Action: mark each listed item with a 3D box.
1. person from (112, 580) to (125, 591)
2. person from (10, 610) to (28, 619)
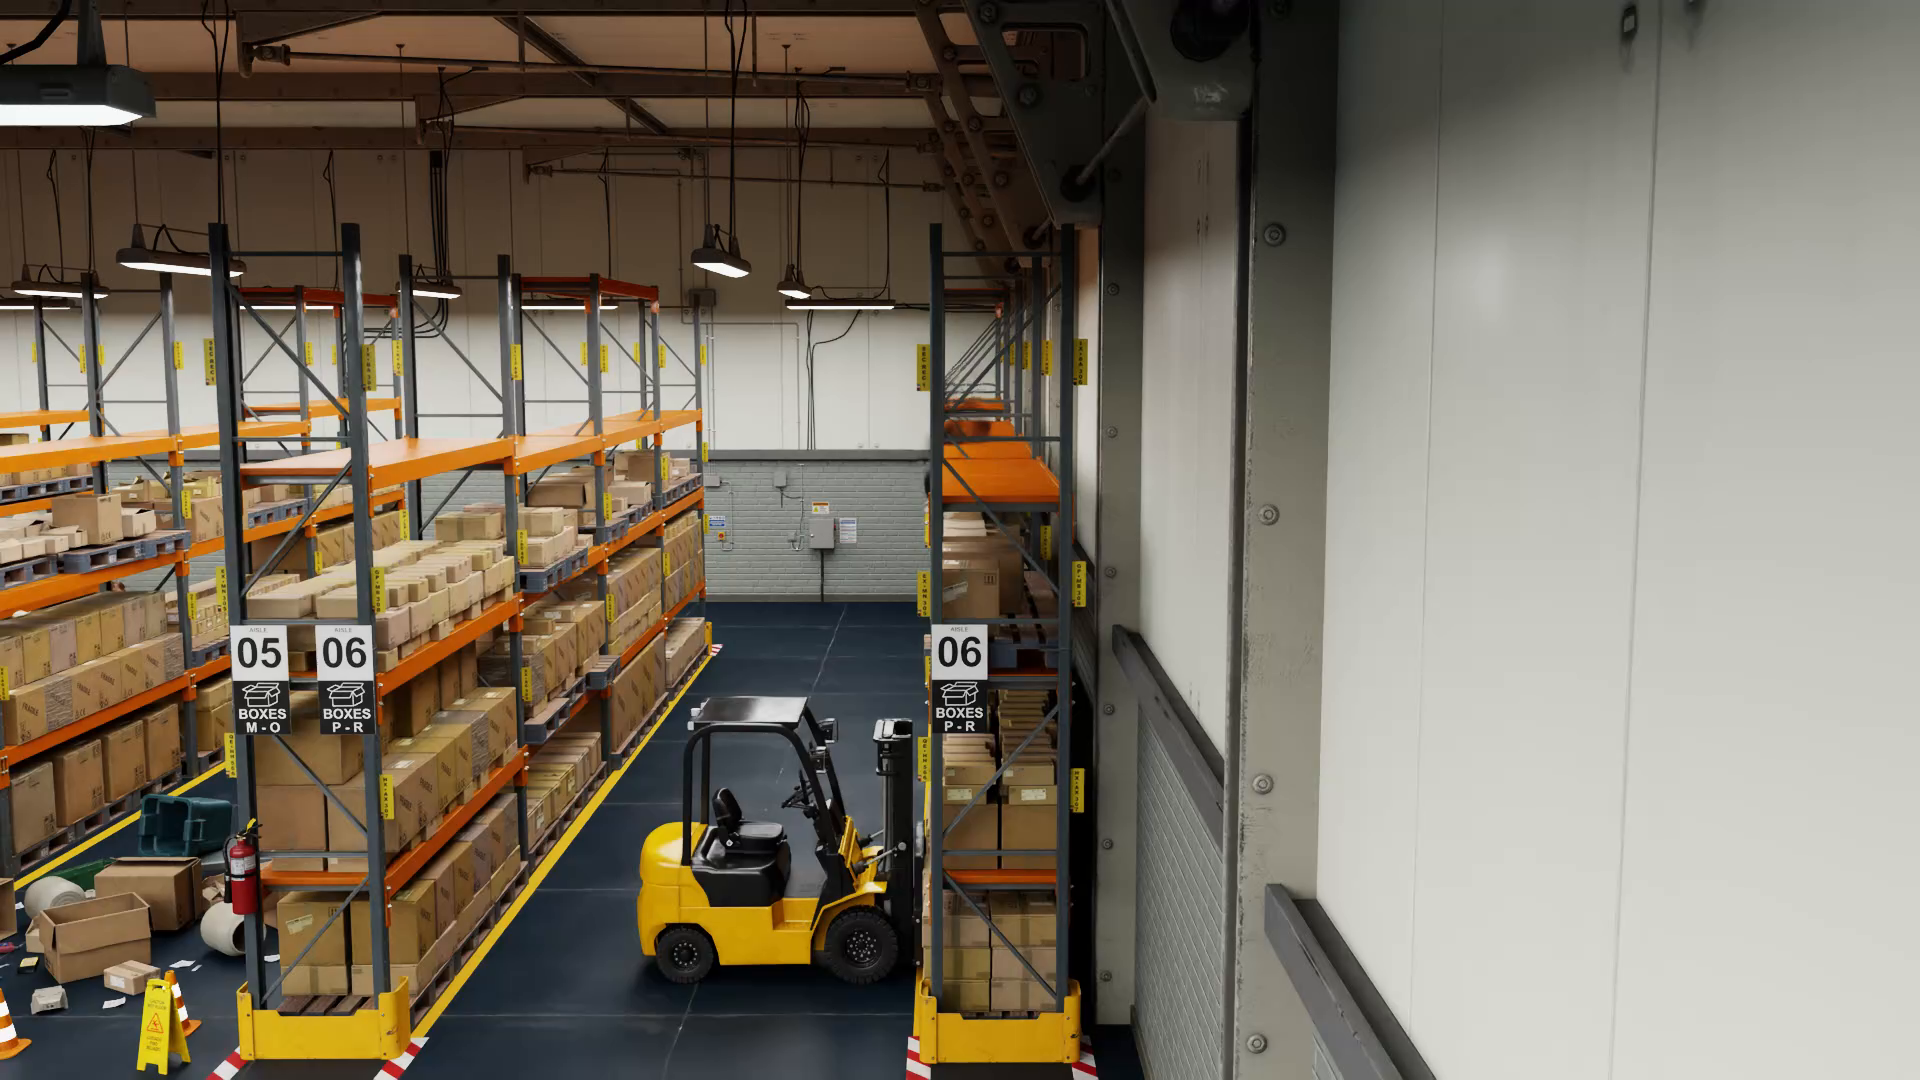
[{"bbox_3d":[-12.979,1.403,25.664,0.519,1.560,0.542,0,7,-3],"label":"person"},{"bbox_3d":[-12.283,1.771,21.823,0.697,1.717,0.609,-1,7,-8],"label":"person"}]
